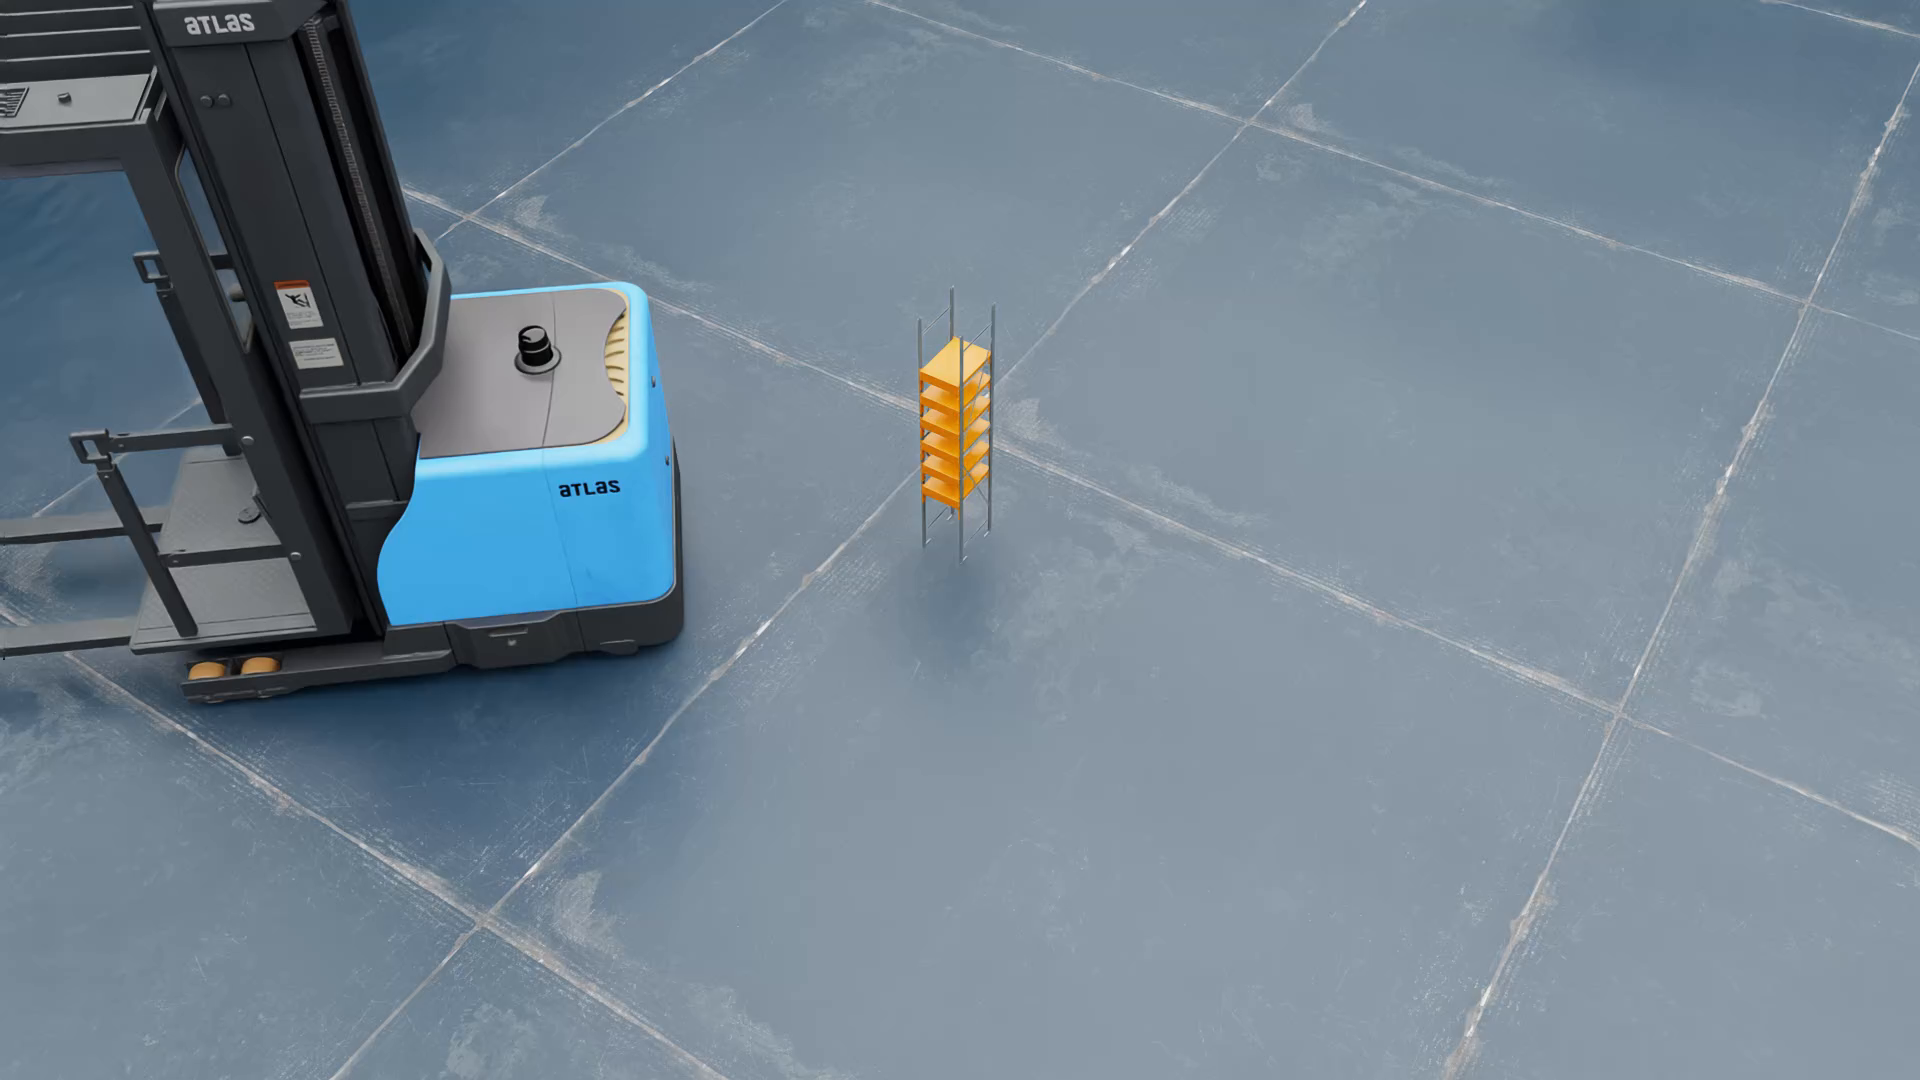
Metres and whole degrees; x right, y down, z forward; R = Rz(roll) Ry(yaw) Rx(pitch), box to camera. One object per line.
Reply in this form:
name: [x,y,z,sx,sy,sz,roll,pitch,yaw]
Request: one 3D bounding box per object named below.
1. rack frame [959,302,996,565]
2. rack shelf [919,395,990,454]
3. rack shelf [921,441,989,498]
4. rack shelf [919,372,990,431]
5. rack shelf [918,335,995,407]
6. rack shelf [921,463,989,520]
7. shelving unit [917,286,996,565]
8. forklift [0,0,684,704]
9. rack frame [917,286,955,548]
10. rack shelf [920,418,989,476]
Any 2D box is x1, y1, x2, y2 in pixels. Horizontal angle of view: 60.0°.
rack frame: [0.065,-0.388,6.513,0.006,1.200,0.240,25,51,22]
rack shelf: [-0.012,-0.476,6.493,0.180,0.103,0.258,25,51,22]
rack shelf: [-0.012,-0.309,6.665,0.180,0.103,0.258,25,51,22]
rack shelf: [-0.012,-0.560,6.407,0.180,0.103,0.258,25,51,22]
rack shelf: [-0.012,-0.644,6.321,0.180,0.103,0.258,25,51,22]
rack shelf: [-0.012,-0.226,6.751,0.180,0.103,0.258,25,51,22]
shelving unit: [-0.012,-0.424,6.547,0.189,1.200,0.258,25,51,22]
forklift: [-2.646,-0.803,5.709,3.031,2.935,1.130,-6,46,-5]
rack frame: [-0.089,-0.459,6.581,0.006,1.200,0.240,25,51,22]
rack shelf: [-0.012,-0.393,6.579,0.180,0.103,0.258,25,51,22]
